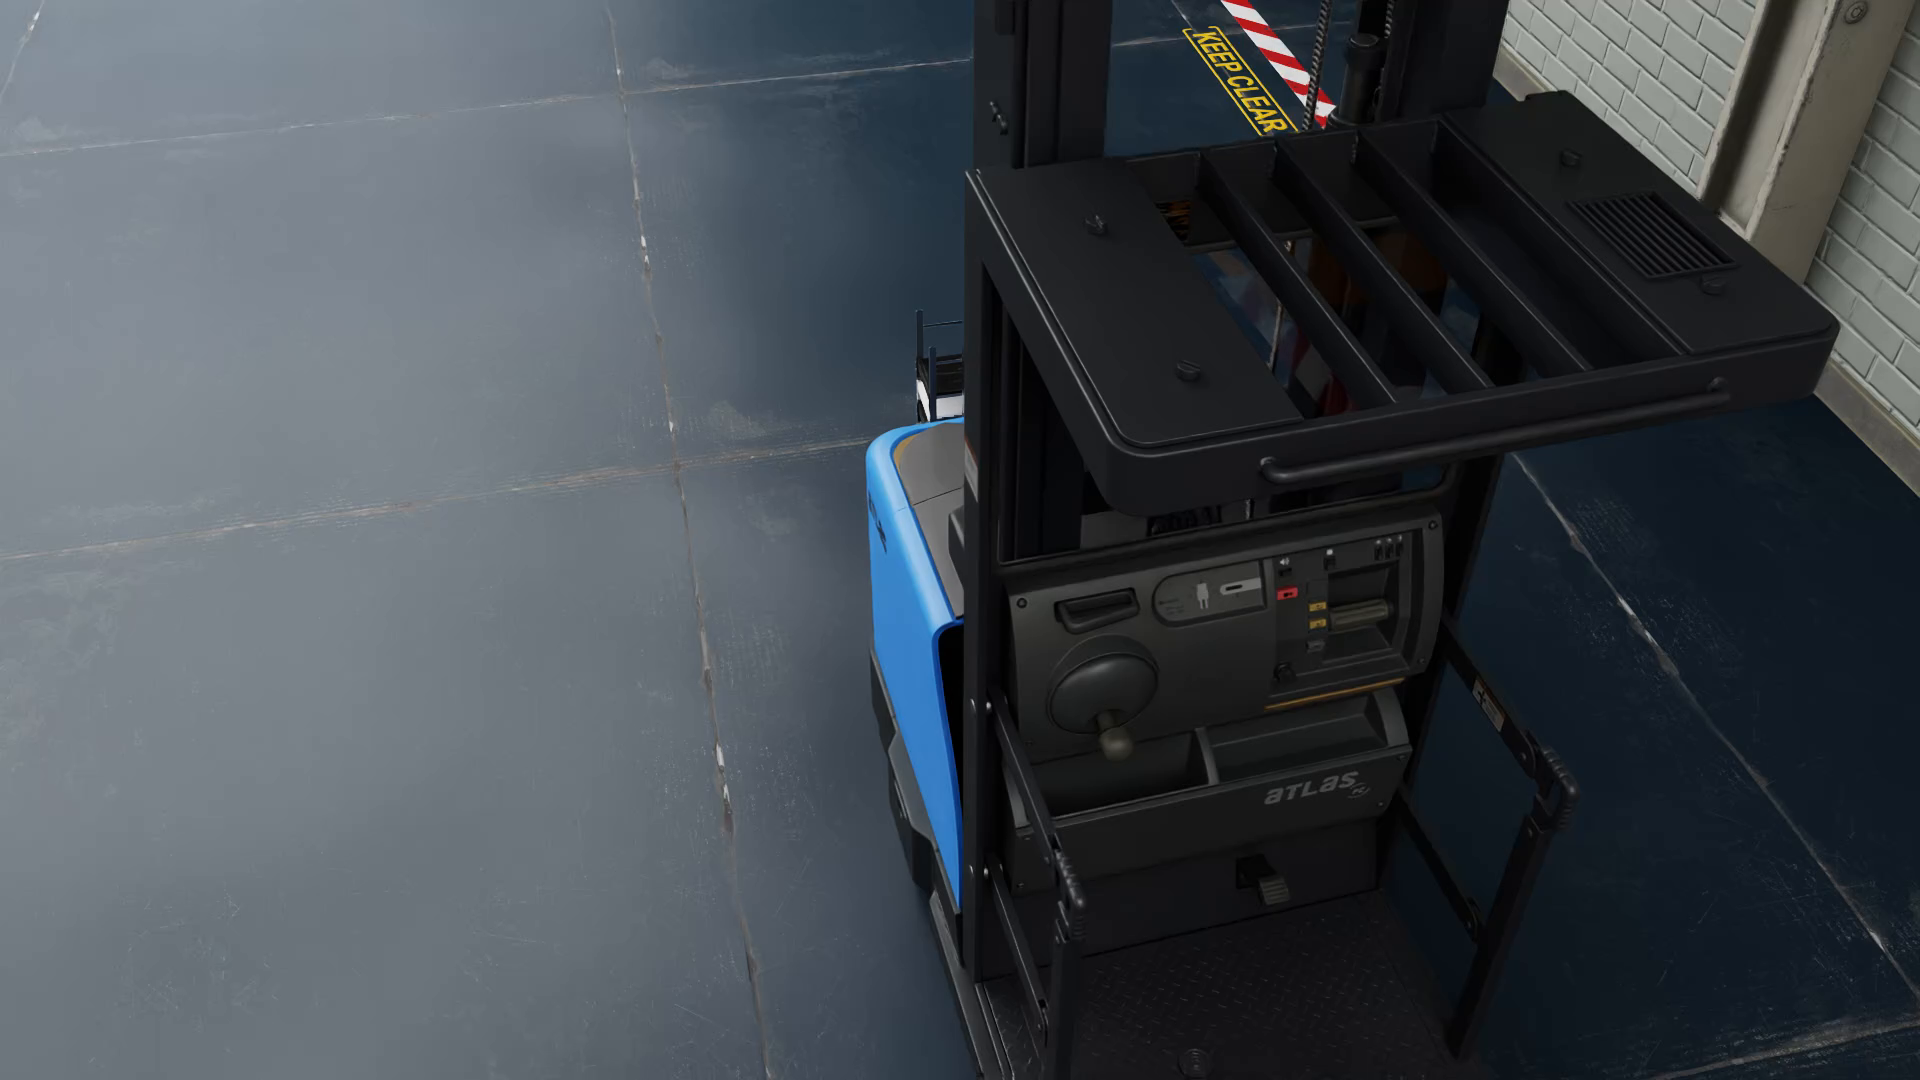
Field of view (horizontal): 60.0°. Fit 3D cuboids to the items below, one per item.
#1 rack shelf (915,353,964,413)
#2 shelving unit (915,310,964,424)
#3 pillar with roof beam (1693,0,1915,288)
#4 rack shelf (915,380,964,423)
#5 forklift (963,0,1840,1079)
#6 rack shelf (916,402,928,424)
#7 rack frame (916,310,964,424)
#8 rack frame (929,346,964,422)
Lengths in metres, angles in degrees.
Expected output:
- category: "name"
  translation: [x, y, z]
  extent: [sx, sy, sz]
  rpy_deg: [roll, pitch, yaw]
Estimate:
- category: "rack shelf"
  translation: [0.002, -0.508, 5.288]
  extent: [0.258, 0.077, 0.200]
  rpy_deg: [-8, 42, -9]
- category: "shelving unit"
  translation: [0.002, -0.331, 5.445]
  extent: [0.258, 0.900, 0.210]
  rpy_deg: [-8, 42, -9]
- category: "pillar with roof beam"
  translation: [-1.145, -3.612, 3.041]
  extent: [9.100, 9.000, 0.400]
  rpy_deg: [-8, 42, -9]
- category: "rack shelf"
  translation: [0.002, -0.441, 5.348]
  extent: [0.258, 0.077, 0.200]
  rpy_deg: [-8, 42, -9]
- category: "forklift"
  translation: [0.600, 0.278, 3.229]
  extent: [1.110, 2.935, 3.031]
  rpy_deg: [-10, 43, -11]
- category: "rack shelf"
  translation: [0.002, -0.374, 5.408]
  extent: [0.258, 0.077, 0.200]
  rpy_deg: [-8, 42, -9]
- category: "rack frame"
  translation: [-0.020, -0.397, 5.520]
  extent: [0.240, 0.900, 0.006]
  rpy_deg: [-8, 42, -9]
- category: "rack frame"
  translation: [0.024, -0.265, 5.371]
  extent: [0.240, 0.900, 0.006]
  rpy_deg: [-8, 42, -9]
